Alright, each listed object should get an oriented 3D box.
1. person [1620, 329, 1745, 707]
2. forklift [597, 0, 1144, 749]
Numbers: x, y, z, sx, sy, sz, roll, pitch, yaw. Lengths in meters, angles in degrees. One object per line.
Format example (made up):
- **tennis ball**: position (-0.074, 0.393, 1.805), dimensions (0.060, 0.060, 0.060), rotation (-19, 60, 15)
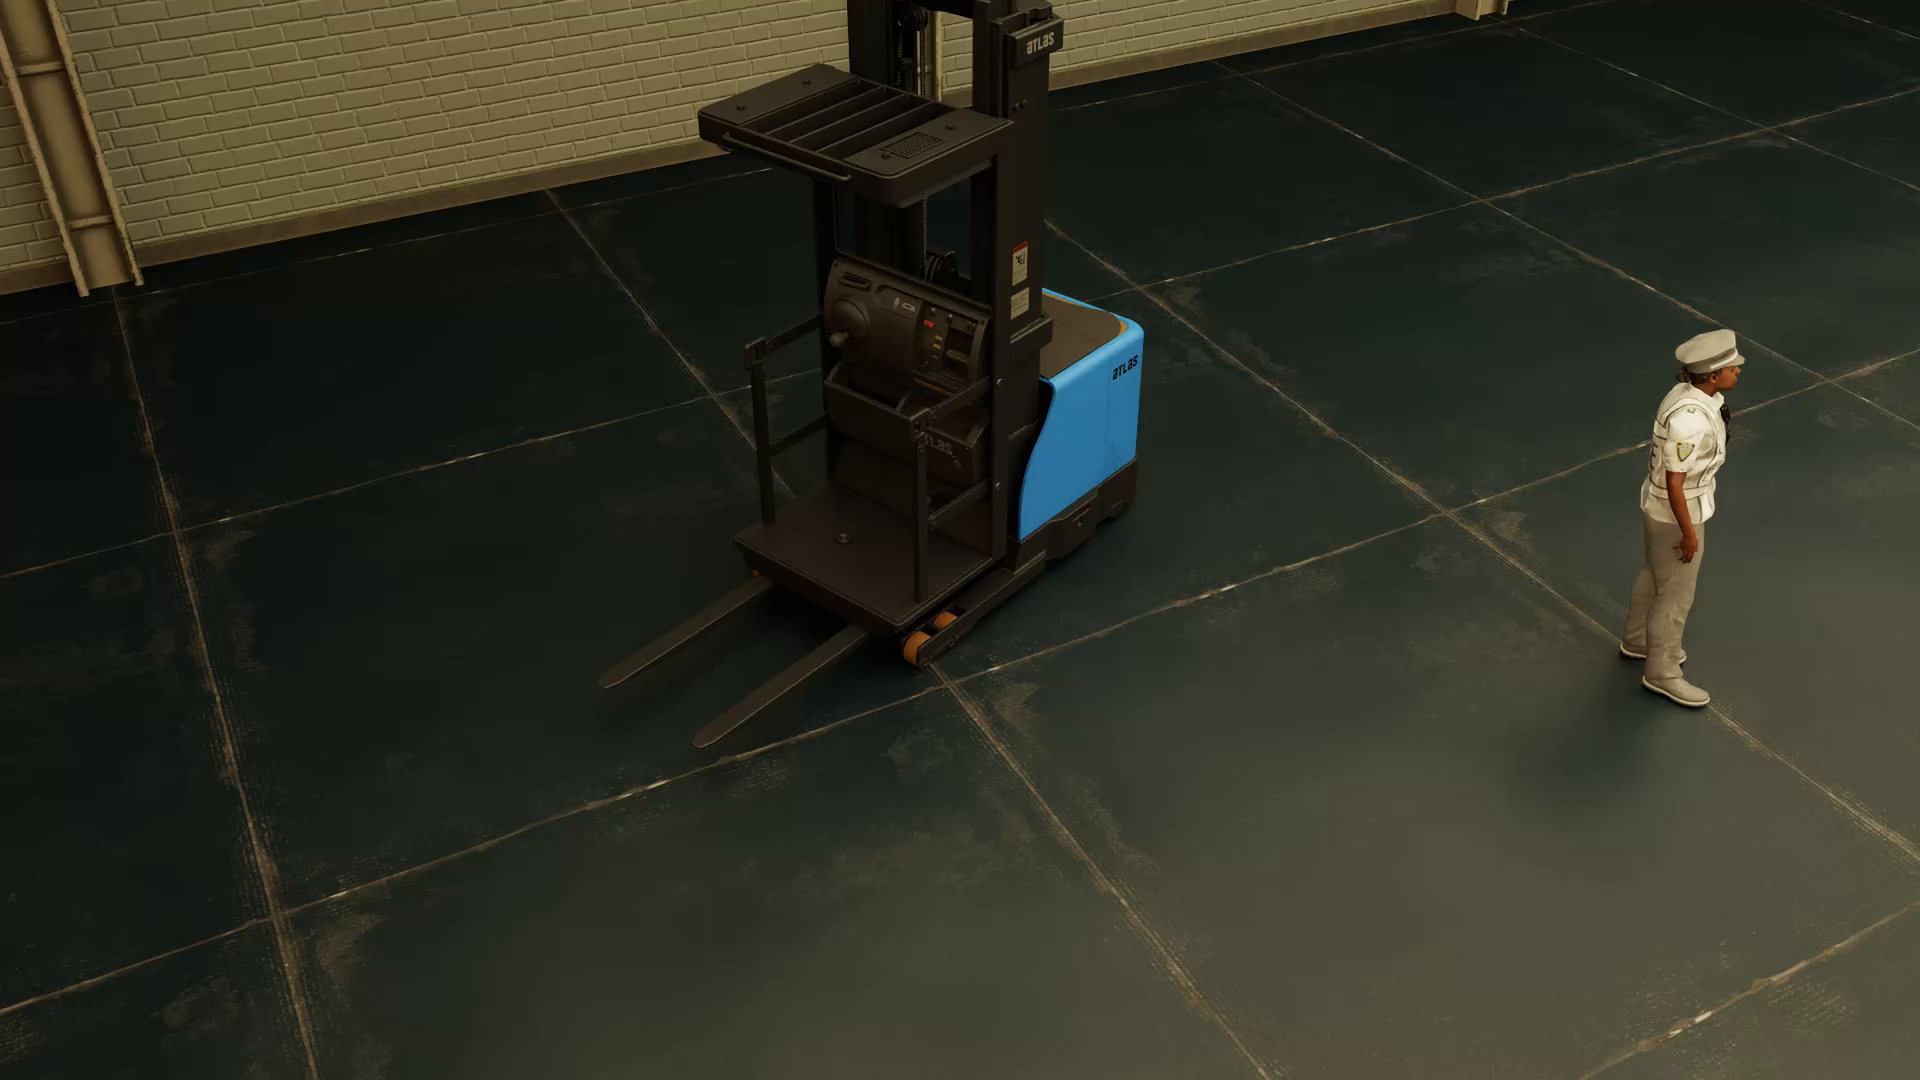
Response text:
- **person**: position (3.250, -0.121, 7.353), dimensions (0.530, 1.695, 0.570), rotation (13, 37, 17)
- **forklift**: position (-0.390, -0.927, 7.434), dimensions (1.130, 2.935, 3.031), rotation (26, 43, 31)
